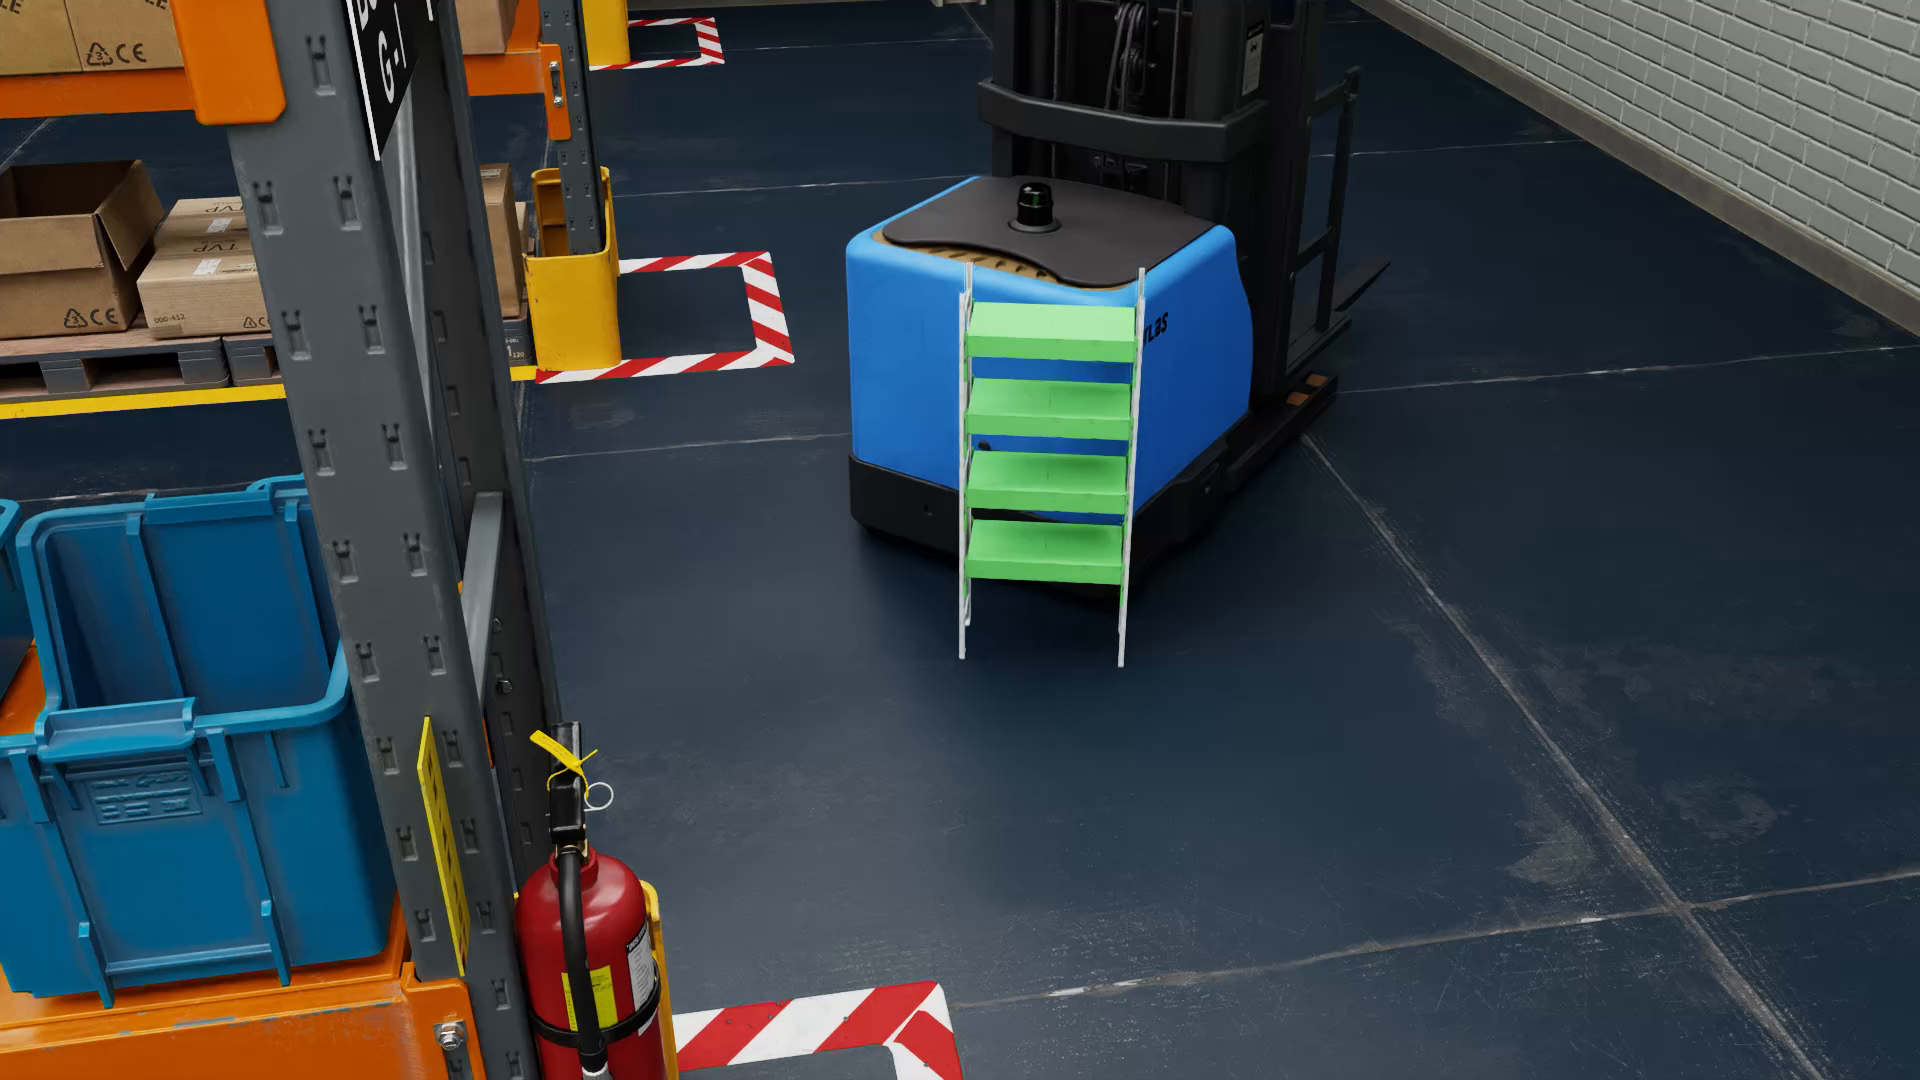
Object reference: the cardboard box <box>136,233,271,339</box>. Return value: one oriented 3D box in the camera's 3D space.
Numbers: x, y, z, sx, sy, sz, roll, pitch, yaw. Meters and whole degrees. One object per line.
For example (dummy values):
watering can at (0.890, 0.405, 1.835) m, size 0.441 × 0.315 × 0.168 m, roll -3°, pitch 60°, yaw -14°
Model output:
cardboard box at (-3.052, -1.061, 6.874) m, size 0.500 × 0.250 × 0.500 m, roll -5°, pitch 31°, yaw -9°

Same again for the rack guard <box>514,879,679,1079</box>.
rack guard at (-0.712, 1.238, 3.151) m, size 0.348 × 0.500 × 1.175 m, roll -5°, pitch 31°, yaw -9°

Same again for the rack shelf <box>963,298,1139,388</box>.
rack shelf at (0.260, -0.559, 4.695) m, size 0.480 × 0.148 × 0.258 m, roll 3°, pitch 31°, yaw 4°

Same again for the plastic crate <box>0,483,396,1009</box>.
plastic crate at (-1.029, 0.252, 2.269) m, size 0.499 × 0.435 × 0.616 m, roll -5°, pitch 31°, yaw -9°

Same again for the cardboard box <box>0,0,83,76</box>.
cardboard box at (-3.510, -2.030, 6.144) m, size 0.500 × 0.500 × 0.500 m, roll -6°, pitch 31°, yaw -10°

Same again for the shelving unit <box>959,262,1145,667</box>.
shelving unit at (0.260, -0.200, 4.906) m, size 0.503 × 1.200 × 0.258 m, roll 3°, pitch 31°, yaw 4°

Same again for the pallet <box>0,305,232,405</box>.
pallet at (-3.678, -0.909, 7.088) m, size 1.213 × 0.211 × 1.003 m, roll -5°, pitch 31°, yaw -9°

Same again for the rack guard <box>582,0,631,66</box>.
rack guard at (-2.494, -3.695, 11.541) m, size 0.348 × 0.500 × 1.175 m, roll -5°, pitch 31°, yaw -9°

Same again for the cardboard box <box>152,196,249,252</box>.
cardboard box at (-3.191, -1.306, 7.290) m, size 0.500 × 0.250 × 0.500 m, roll -5°, pitch 31°, yaw -9°

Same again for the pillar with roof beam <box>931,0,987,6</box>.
pillar with roof beam at (0.758, -5.888, 6.885) m, size 0.400 × 9.000 × 9.100 m, roll -5°, pitch 31°, yaw -9°

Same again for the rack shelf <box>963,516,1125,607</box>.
rack shelf at (0.260, 0.062, 5.060) m, size 0.480 × 0.148 × 0.258 m, roll 3°, pitch 31°, yaw 4°

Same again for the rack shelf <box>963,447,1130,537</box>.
rack shelf at (0.260, -0.145, 4.939) m, size 0.480 × 0.148 × 0.258 m, roll 3°, pitch 31°, yaw 4°

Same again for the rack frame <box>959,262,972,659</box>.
rack frame at (0.017, -0.211, 4.925) m, size 0.015 × 1.200 × 0.240 m, roll 3°, pitch 31°, yaw 4°

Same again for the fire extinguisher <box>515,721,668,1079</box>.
fire extinguisher at (-0.503, 0.576, 2.255) m, size 0.183 × 0.674 × 0.296 m, roll -5°, pitch 31°, yaw -9°

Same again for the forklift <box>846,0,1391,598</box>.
forklift at (0.838, -1.786, 5.896) m, size 1.130 × 2.935 × 3.031 m, roll 18°, pitch 35°, yaw 28°

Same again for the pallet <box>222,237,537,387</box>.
pallet at (-2.480, -1.019, 7.274) m, size 1.213 × 0.211 × 1.003 m, roll -5°, pitch 31°, yaw -9°

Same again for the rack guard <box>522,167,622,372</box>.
rack guard at (-1.696, -1.216, 7.326) m, size 0.348 × 0.500 × 1.175 m, roll -5°, pitch 31°, yaw -9°

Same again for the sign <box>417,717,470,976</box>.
sign at (-0.618, 0.372, 1.998) m, size 0.005 × 0.325 × 0.100 m, roll -5°, pitch 31°, yaw -9°

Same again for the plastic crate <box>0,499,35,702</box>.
plastic crate at (-1.683, 0.134, 2.669) m, size 0.300 × 0.233 × 0.416 m, roll -5°, pitch 31°, yaw -9°

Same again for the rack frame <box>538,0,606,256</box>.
rack frame at (-1.622, -2.301, 6.704) m, size 0.127 × 3.000 × 1.000 m, roll -5°, pitch 31°, yaw -9°

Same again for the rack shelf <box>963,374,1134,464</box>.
rack shelf at (0.260, -0.352, 4.817) m, size 0.480 × 0.148 × 0.258 m, roll 3°, pitch 31°, yaw 4°

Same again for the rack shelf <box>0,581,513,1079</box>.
rack shelf at (-2.700, 0.662, 2.375) m, size 4.000 × 0.370 × 1.077 m, roll -5°, pitch 31°, yaw -9°

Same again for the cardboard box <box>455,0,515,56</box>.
cardboard box at (-2.013, -2.167, 6.378) m, size 0.500 × 0.500 × 0.500 m, roll -4°, pitch 31°, yaw -7°

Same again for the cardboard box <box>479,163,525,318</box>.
cardboard box at (-2.112, -1.241, 6.933) m, size 0.500 × 0.500 × 0.500 m, roll -5°, pitch 31°, yaw -9°

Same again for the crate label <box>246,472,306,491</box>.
crate label at (-1.035, 0.074, 2.771) m, size 0.303 × 0.233 × 0.416 m, roll -5°, pitch 31°, yaw -9°

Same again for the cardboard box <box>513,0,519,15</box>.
cardboard box at (-2.106, -2.435, 6.833) m, size 0.500 × 0.500 × 0.500 m, roll -5°, pitch 31°, yaw -8°

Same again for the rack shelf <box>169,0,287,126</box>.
rack shelf at (-2.700, -0.631, 1.615) m, size 4.000 × 0.370 × 1.077 m, roll -5°, pitch 31°, yaw -9°

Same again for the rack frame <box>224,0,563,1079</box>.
rack frame at (-0.733, 0.171, 2.500) m, size 0.053 × 2.616 × 0.949 m, roll -5°, pitch 31°, yaw -9°

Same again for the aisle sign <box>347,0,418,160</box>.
aisle sign at (-0.610, -0.812, 1.607) m, size 0.004 × 0.787 × 0.394 m, roll -5°, pitch 31°, yaw -9°

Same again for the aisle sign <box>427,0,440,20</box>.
aisle sign at (-0.716, -1.106, 2.107) m, size 0.004 × 0.787 × 0.394 m, roll -5°, pitch 31°, yaw -9°

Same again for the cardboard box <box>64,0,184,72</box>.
cardboard box at (-3.015, -2.075, 6.222) m, size 0.500 × 0.500 × 0.500 m, roll -5°, pitch 31°, yaw -9°

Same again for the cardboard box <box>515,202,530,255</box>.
cardboard box at (-2.095, -1.395, 7.541) m, size 0.250 × 0.149 × 0.380 m, roll -5°, pitch 31°, yaw -9°

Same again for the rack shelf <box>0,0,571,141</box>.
rack shelf at (-3.589, -1.808, 6.576) m, size 4.000 × 0.370 × 1.077 m, roll -5°, pitch 31°, yaw -9°

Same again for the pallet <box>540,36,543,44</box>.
pallet at (-3.290, -3.456, 11.420) m, size 1.213 × 0.211 × 1.003 m, roll -5°, pitch 31°, yaw -9°

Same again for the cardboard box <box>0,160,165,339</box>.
cardboard box at (-3.709, -1.223, 6.900) m, size 0.637 × 0.503 × 0.797 m, roll -5°, pitch 31°, yaw -9°

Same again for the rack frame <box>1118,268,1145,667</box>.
rack frame at (0.503, -0.189, 4.887) m, size 0.015 × 1.200 × 0.240 m, roll 3°, pitch 31°, yaw 4°
